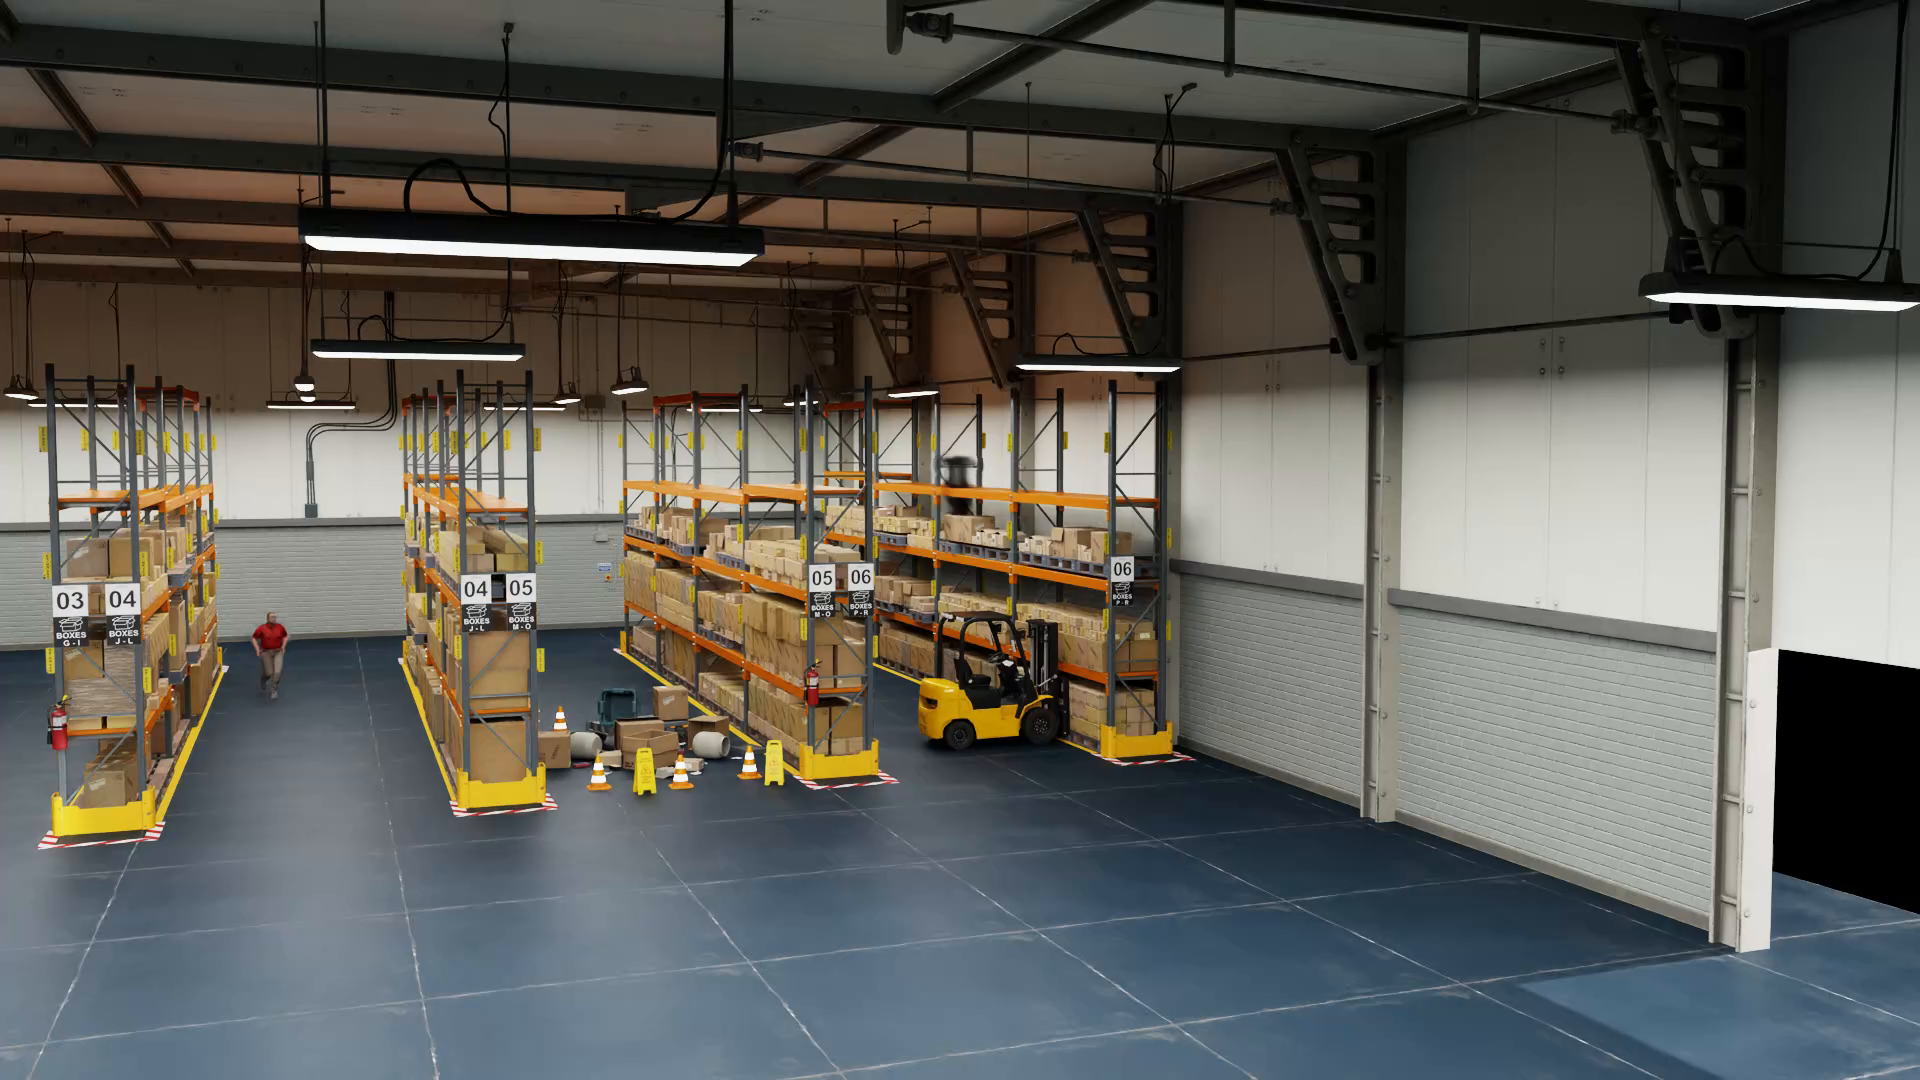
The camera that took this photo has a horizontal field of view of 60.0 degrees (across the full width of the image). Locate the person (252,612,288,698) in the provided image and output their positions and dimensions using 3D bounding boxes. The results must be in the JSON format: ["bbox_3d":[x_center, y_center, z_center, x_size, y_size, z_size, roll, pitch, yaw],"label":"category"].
[{"bbox_3d":[-13.614,2.260,32.849,0.677,1.686,0.636,-2,4,-34],"label":"person"}]
